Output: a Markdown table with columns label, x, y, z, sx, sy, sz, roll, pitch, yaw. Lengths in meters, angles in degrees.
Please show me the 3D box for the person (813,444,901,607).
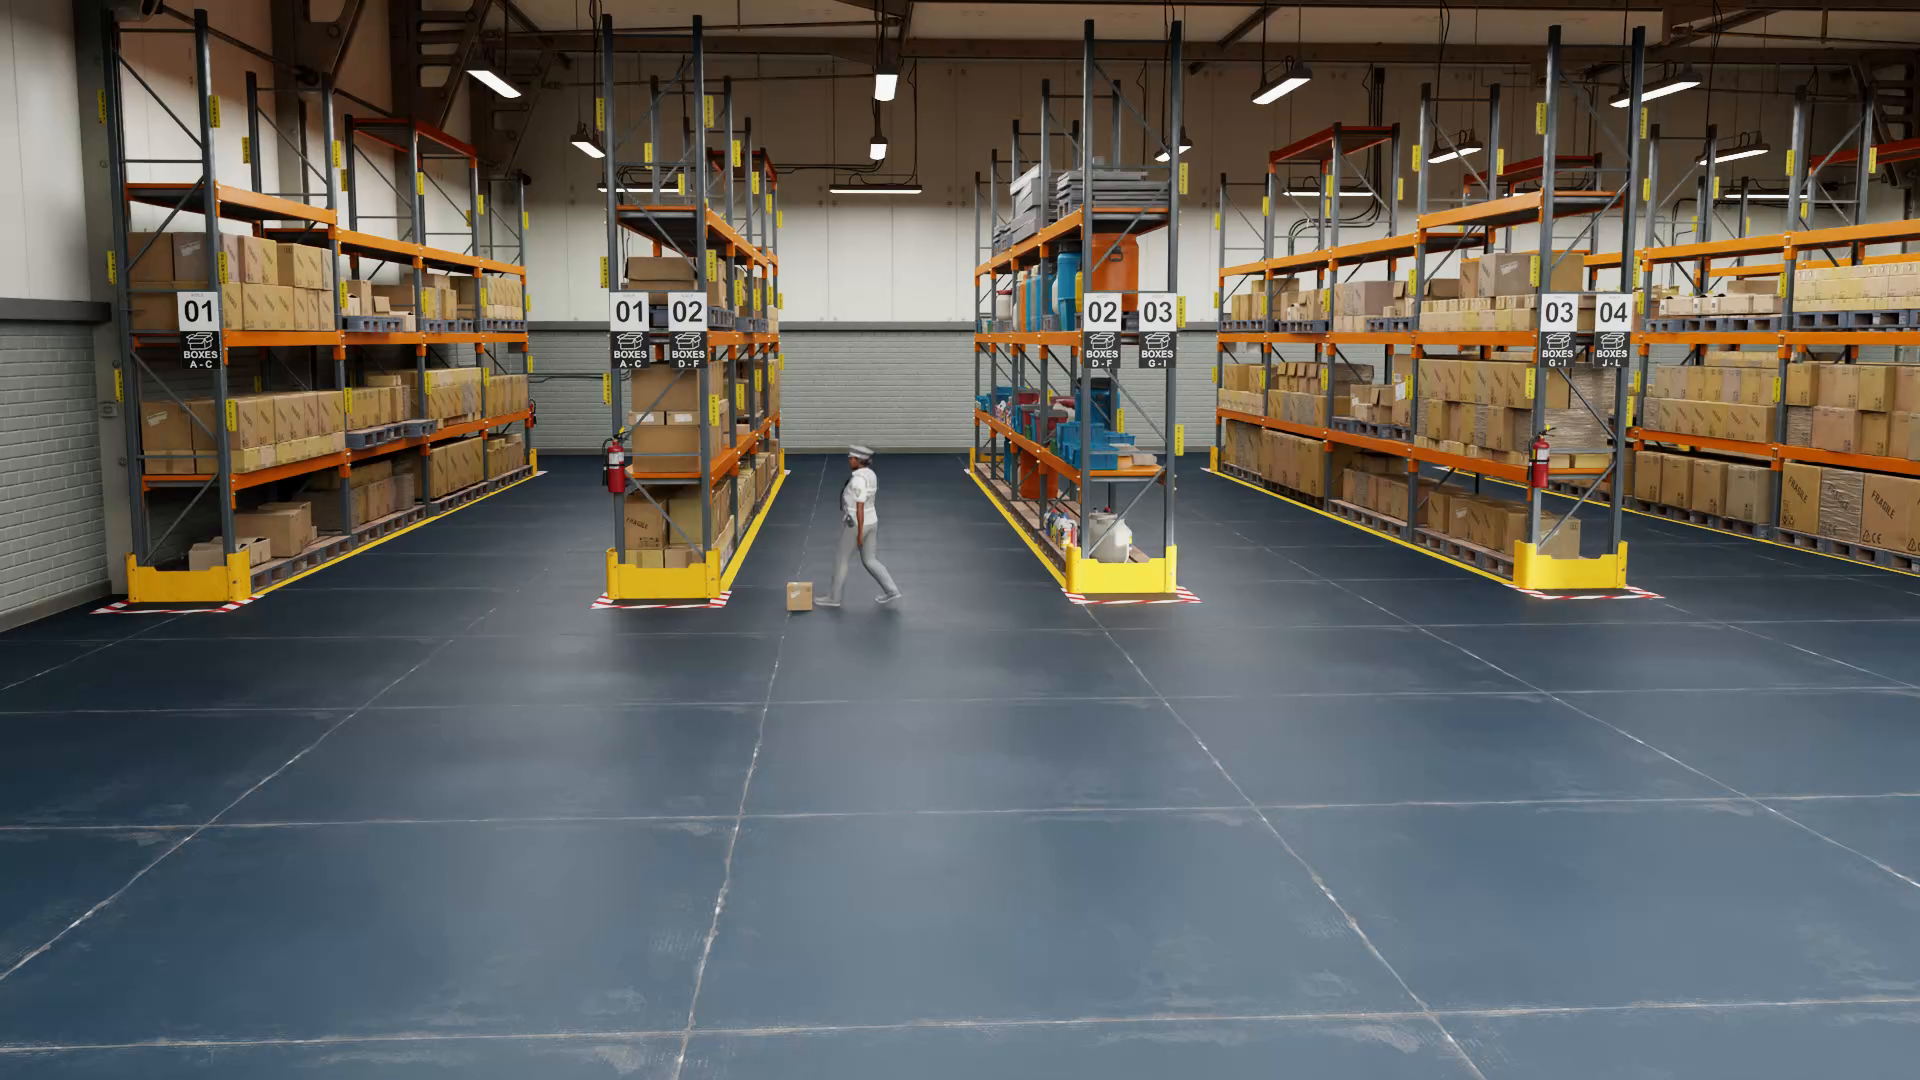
| label | x | y | z | sx | sy | sz | roll | pitch | yaw |
| --- | --- | --- | --- | --- | --- | --- | --- | --- | --- |
| person | -1.041 | -0.150 | 16.852 | 0.881 | 1.643 | 0.449 | 3 | 7 | 21 |
